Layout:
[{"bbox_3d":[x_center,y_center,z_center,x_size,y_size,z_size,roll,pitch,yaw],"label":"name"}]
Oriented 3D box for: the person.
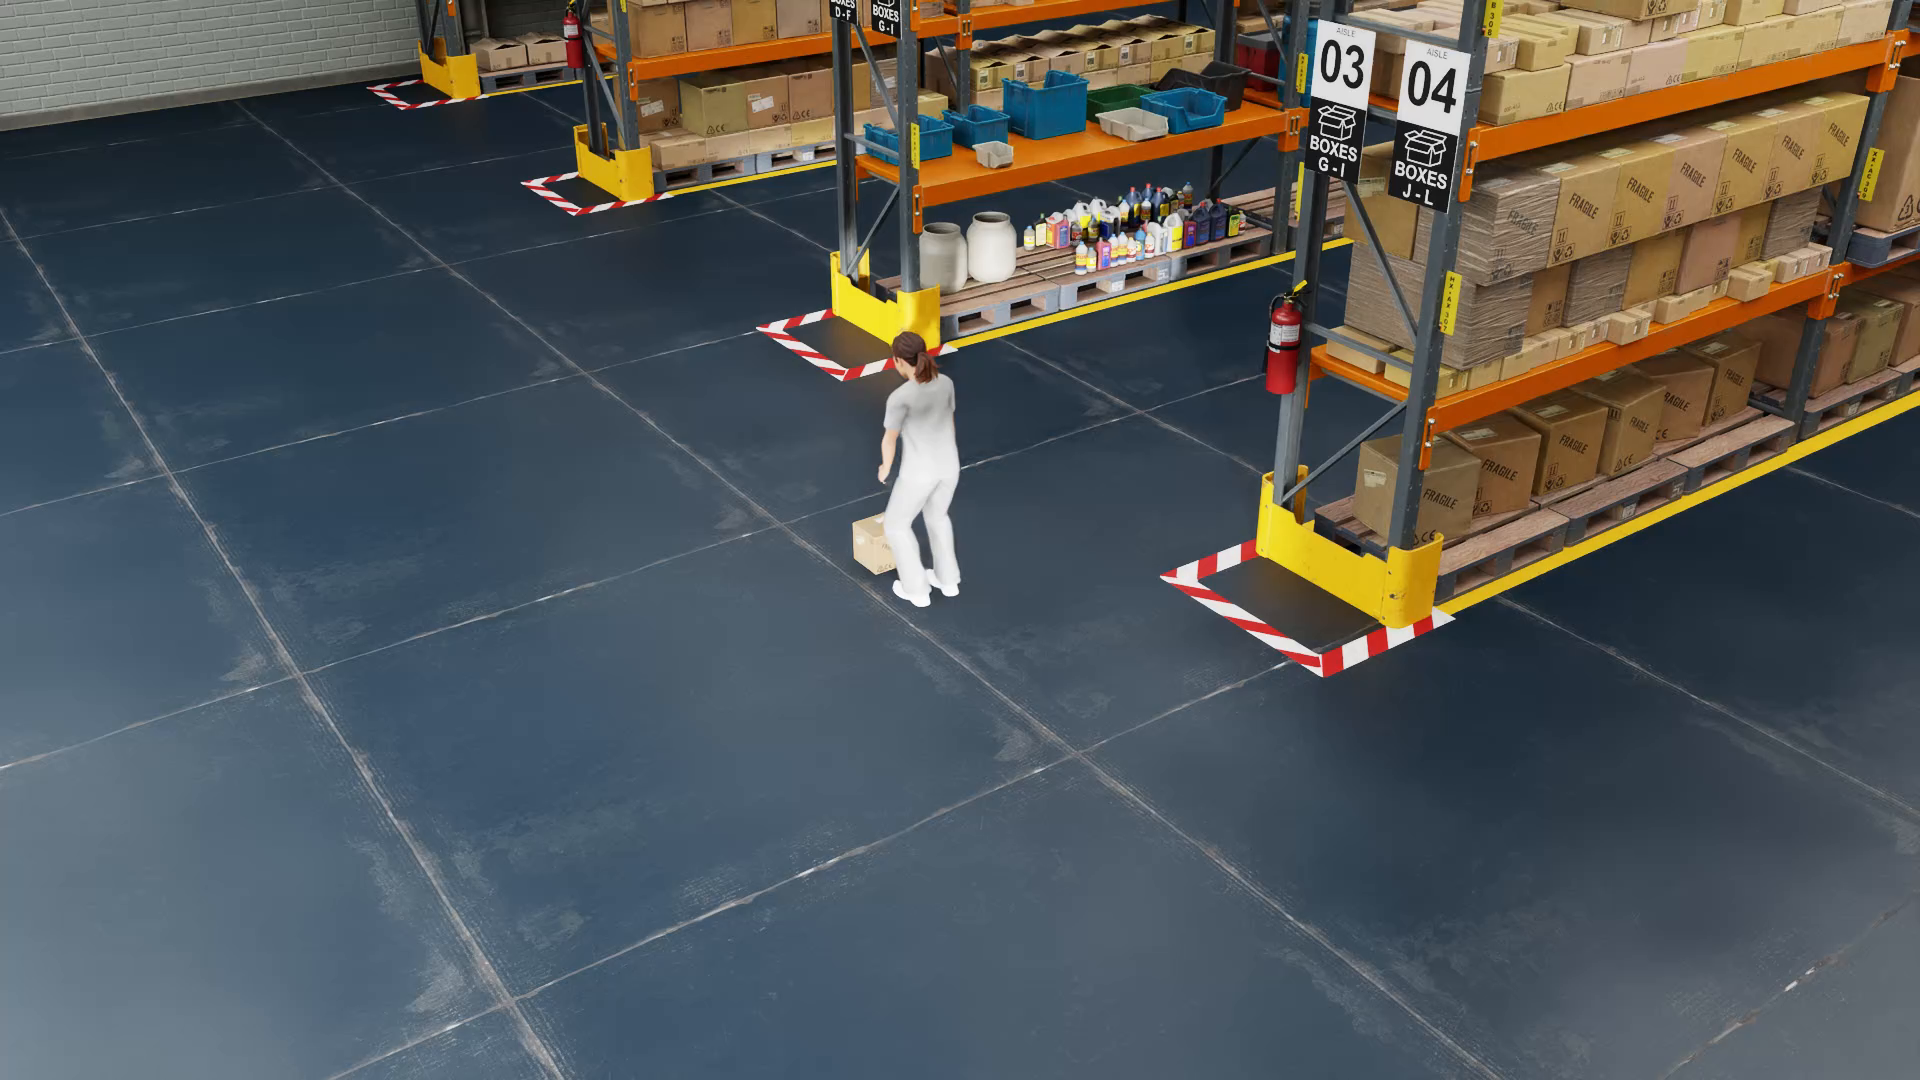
[{"bbox_3d":[-0.229,-0.393,9.416,0.464,1.616,0.406,-18,33,-29],"label":"person"}]
